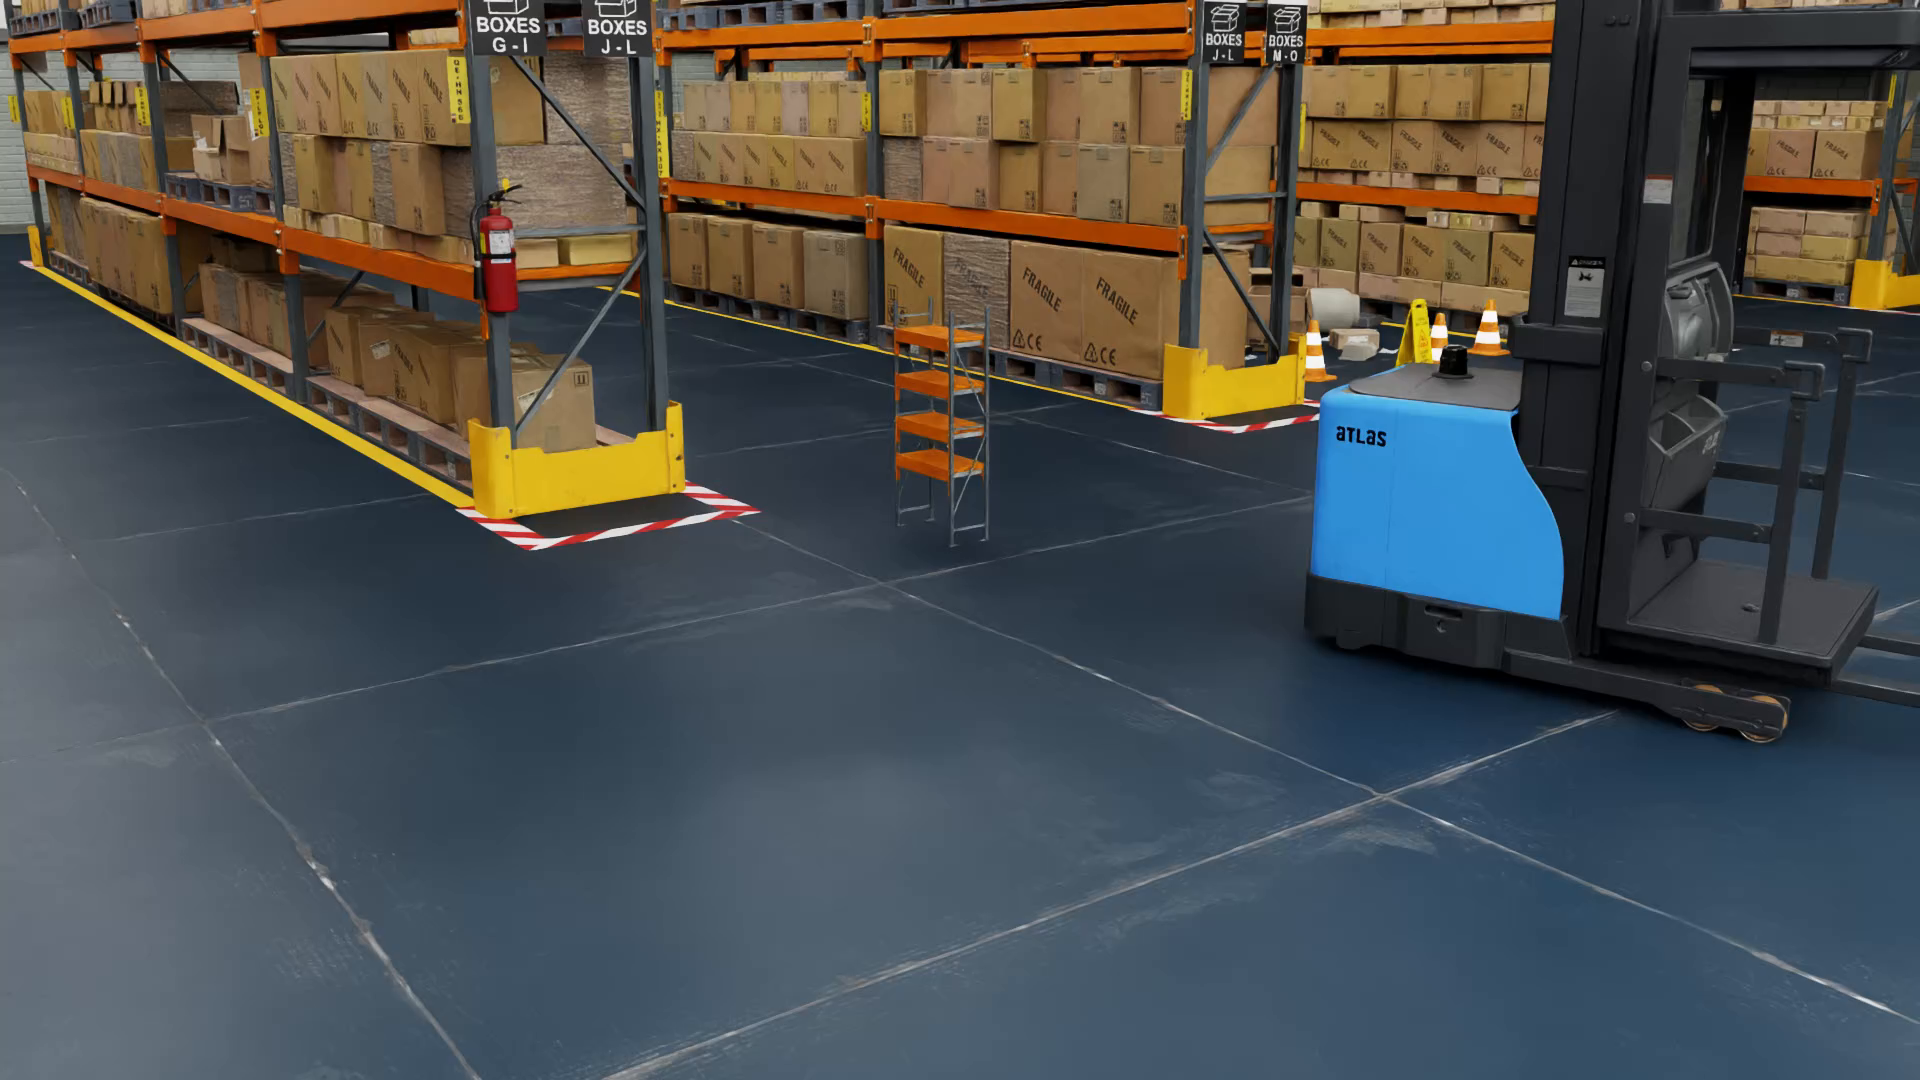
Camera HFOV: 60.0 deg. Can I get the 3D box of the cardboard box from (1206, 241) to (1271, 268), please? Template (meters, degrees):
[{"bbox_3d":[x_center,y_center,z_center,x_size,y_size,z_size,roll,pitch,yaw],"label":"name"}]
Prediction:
[{"bbox_3d":[3.260,-3.101,18.408,0.950,0.372,0.625,-11,19,-34],"label":"cardboard box"}]

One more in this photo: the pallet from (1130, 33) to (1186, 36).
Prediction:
[{"bbox_3d":[2.681,-5.780,18.687,1.213,0.211,1.003,-11,19,-35],"label":"pallet"}]

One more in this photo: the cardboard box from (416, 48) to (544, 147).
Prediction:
[{"bbox_3d":[-2.617,-2.415,9.072,0.500,0.500,0.500,-11,19,-35],"label":"cardboard box"}]

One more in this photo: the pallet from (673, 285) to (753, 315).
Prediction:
[{"bbox_3d":[-2.324,-2.594,17.653,1.003,0.211,1.213,-11,19,-35],"label":"pallet"}]

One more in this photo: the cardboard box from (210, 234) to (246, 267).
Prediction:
[{"bbox_3d":[-6.379,-2.600,14.876,0.500,0.250,0.500,-10,18,-32],"label":"cardboard box"}]

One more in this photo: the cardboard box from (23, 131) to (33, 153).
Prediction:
[{"bbox_3d":[-11.438,-5.006,20.903,0.500,0.250,0.500,-11,19,-36],"label":"cardboard box"}]

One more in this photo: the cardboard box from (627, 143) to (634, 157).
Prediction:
[{"bbox_3d":[-3.388,-4.234,18.045,0.380,0.149,0.250,-10,18,-34],"label":"cardboard box"}]

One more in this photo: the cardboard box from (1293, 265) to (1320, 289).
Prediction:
[{"bbox_3d":[3.699,-2.763,17.403,0.500,0.250,0.500,-12,19,-37],"label":"cardboard box"}]

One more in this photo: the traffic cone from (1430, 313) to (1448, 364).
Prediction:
[{"bbox_3d":[3.928,-1.624,13.632,0.336,0.463,0.334,-11,19,-35],"label":"traffic cone"}]

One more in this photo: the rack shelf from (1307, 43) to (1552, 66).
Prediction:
[{"bbox_3d":[6.407,-6.353,21.786,1.077,0.370,4.000,-11,19,-35],"label":"rack shelf"}]

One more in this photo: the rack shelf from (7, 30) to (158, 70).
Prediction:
[{"bbox_3d":[-10.325,-5.752,19.589,1.077,0.370,4.000,-11,19,-35],"label":"rack shelf"}]

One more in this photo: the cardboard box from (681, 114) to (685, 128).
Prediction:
[{"bbox_3d":[-2.844,-4.617,18.316,0.380,0.149,0.250,-11,19,-34],"label":"cardboard box"}]

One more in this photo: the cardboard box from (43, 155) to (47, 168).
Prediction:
[{"bbox_3d":[-10.802,-4.556,20.018,0.380,0.149,0.250,-11,19,-35],"label":"cardboard box"}]

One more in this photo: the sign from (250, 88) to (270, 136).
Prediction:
[{"bbox_3d":[-4.893,-2.988,11.618,0.100,0.325,0.005,-11,19,-35],"label":"sign"}]

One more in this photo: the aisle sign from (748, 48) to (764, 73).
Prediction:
[{"bbox_3d":[-3.277,-7.934,26.959,0.394,0.787,0.004,-11,19,-35],"label":"aisle sign"}]

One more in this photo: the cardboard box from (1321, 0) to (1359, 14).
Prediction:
[{"bbox_3d":[3.918,-5.327,16.397,0.500,0.250,0.500,-11,19,-35],"label":"cardboard box"}]

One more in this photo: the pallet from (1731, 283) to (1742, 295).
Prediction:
[{"bbox_3d":[8.738,-3.044,19.298,1.003,0.211,1.213,-11,19,-35],"label":"pallet"}]

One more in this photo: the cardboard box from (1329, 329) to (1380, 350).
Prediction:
[{"bbox_3d":[3.518,-1.792,14.840,0.380,0.149,0.250,-2,15,-6],"label":"cardboard box"}]

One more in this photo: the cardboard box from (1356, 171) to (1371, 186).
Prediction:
[{"bbox_3d":[4.167,-3.608,16.553,0.380,0.149,0.250,-11,19,-35],"label":"cardboard box"}]

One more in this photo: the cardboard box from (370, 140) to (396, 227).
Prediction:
[{"bbox_3d":[-3.045,-2.177,10.096,0.875,0.500,0.500,-11,19,-35],"label":"cardboard box"}]

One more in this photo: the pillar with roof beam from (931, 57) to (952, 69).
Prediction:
[{"bbox_3d":[-3.811,-10.329,29.270,9.100,9.000,0.400,-11,19,-35],"label":"pillar with roof beam"}]

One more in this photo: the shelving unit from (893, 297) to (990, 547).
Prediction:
[{"bbox_3d":[-0.097,-0.614,8.547,0.258,1.200,0.503,-11,19,-35],"label":"shelving unit"}]

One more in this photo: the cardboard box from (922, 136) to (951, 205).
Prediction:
[{"bbox_3d":[0.194,-3.146,14.105,0.875,0.550,0.550,-11,19,-35],"label":"cardboard box"}]

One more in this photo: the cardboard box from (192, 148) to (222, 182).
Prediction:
[{"bbox_3d":[-5.998,-3.107,13.735,0.500,0.250,0.500,-12,19,-36],"label":"cardboard box"}]

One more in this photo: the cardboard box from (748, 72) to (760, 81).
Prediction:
[{"bbox_3d":[-3.059,-7.170,25.779,0.380,0.149,0.250,-12,19,-36],"label":"cardboard box"}]

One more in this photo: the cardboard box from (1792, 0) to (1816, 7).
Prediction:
[{"bbox_3d":[9.053,-5.788,17.631,0.396,0.266,0.258,-11,19,-34],"label":"cardboard box"}]

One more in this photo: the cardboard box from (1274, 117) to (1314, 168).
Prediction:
[{"bbox_3d":[3.604,-4.109,17.155,0.500,0.500,0.500,-11,19,-35],"label":"cardboard box"}]

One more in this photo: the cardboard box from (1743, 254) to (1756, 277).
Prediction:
[{"bbox_3d":[8.832,-3.115,18.689,0.500,0.250,0.500,-11,19,-34],"label":"cardboard box"}]

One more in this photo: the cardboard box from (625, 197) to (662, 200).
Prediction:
[{"bbox_3d":[-3.822,-3.989,19.989,0.500,0.250,0.500,-12,19,-37],"label":"cardboard box"}]

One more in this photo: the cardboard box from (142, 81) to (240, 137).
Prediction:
[{"bbox_3d":[-7.214,-4.061,15.643,0.797,0.503,0.637,-10,18,-33],"label":"cardboard box"}]

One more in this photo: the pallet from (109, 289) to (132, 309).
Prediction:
[{"bbox_3d":[-8.635,-2.727,18.139,1.003,0.211,1.213,-11,19,-35],"label":"pallet"}]

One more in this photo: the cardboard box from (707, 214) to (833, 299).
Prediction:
[{"bbox_3d":[-1.924,-2.906,16.978,1.050,0.750,0.750,-11,19,-34],"label":"cardboard box"}]

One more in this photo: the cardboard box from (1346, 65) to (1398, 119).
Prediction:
[{"bbox_3d":[4.210,-4.377,16.240,0.700,0.500,0.500,-11,19,-36],"label":"cardboard box"}]

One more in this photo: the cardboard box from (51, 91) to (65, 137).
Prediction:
[{"bbox_3d":[-9.927,-4.822,18.812,0.500,0.500,0.500,-11,19,-34],"label":"cardboard box"}]

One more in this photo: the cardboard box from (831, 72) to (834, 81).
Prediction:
[{"bbox_3d":[-1.639,-6.696,24.046,0.380,0.149,0.250,-10,18,-33],"label":"cardboard box"}]

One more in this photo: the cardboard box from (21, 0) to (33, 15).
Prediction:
[{"bbox_3d":[-10.919,-6.583,20.090,0.700,0.500,0.500,-12,19,-37],"label":"cardboard box"}]

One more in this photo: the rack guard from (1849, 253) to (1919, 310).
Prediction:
[{"bbox_3d":[9.949,-2.761,17.717,1.175,0.500,0.348,-11,19,-35],"label":"rack guard"}]

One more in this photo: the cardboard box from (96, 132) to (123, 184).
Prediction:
[{"bbox_3d":[-8.491,-3.922,17.034,0.500,0.500,0.500,-11,19,-36],"label":"cardboard box"}]

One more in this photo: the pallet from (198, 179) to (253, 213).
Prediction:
[{"bbox_3d":[-5.601,-2.862,13.713,1.003,0.211,1.213,-11,19,-35],"label":"pallet"}]

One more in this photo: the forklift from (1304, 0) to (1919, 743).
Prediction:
[{"bbox_3d":[2.932,-0.848,6.124,3.031,2.935,1.130,11,19,35],"label":"forklift"}]

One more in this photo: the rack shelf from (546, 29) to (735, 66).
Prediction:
[{"bbox_3d":[-3.902,-5.646,19.202,1.077,0.370,4.000,-11,19,-35],"label":"rack shelf"}]

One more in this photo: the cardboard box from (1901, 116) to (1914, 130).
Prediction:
[{"bbox_3d":[9.945,-4.446,17.718,0.380,0.149,0.250,-11,19,-36],"label":"cardboard box"}]

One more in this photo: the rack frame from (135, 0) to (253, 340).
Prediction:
[{"bbox_3d":[-6.798,-3.371,15.209,1.000,3.000,0.127,-11,19,-35],"label":"rack frame"}]

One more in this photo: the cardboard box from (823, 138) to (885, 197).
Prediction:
[{"bbox_3d":[-0.897,-3.383,15.065,0.500,0.500,0.500,-11,19,-35],"label":"cardboard box"}]

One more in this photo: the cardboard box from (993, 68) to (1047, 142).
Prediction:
[{"bbox_3d":[0.757,-3.426,13.081,0.875,0.550,0.500,-11,19,-35],"label":"cardboard box"}]

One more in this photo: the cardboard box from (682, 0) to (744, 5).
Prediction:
[{"bbox_3d":[-2.478,-5.585,16.801,0.500,0.311,0.500,-11,19,-34],"label":"cardboard box"}]

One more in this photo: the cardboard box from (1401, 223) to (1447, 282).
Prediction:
[{"bbox_3d":[4.640,-2.789,16.076,0.500,0.500,0.500,-11,19,-36],"label":"cardboard box"}]

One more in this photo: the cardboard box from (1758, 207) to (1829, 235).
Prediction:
[{"bbox_3d":[9.107,-3.488,18.159,0.500,0.250,0.500,-10,18,-34],"label":"cardboard box"}]

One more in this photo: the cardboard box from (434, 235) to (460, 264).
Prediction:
[{"bbox_3d":[-2.763,-1.669,9.467,0.380,0.149,0.250,-11,19,-35],"label":"cardboard box"}]

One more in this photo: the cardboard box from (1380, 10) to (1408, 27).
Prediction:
[{"bbox_3d":[4.242,-4.987,15.908,0.380,0.149,0.250,-11,19,-36],"label":"cardboard box"}]

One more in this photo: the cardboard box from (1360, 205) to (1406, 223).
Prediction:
[{"bbox_3d":[4.188,-3.235,16.478,0.380,0.149,0.250,-10,18,-31],"label":"cardboard box"}]

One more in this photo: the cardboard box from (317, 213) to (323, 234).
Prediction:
[{"bbox_3d":[-4.102,-2.146,11.212,0.380,0.149,0.250,-11,19,-35],"label":"cardboard box"}]

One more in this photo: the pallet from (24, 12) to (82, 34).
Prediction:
[{"bbox_3d":[-10.335,-6.065,19.541,1.003,0.211,1.213,-11,19,-35],"label":"pallet"}]

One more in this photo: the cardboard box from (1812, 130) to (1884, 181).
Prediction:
[{"bbox_3d":[9.433,-4.084,17.627,0.500,0.500,0.500,-11,19,-36],"label":"cardboard box"}]

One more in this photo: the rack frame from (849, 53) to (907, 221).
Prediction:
[{"bbox_3d":[-1.133,-5.763,23.950,1.000,3.000,0.127,-11,19,-35],"label":"rack frame"}]
